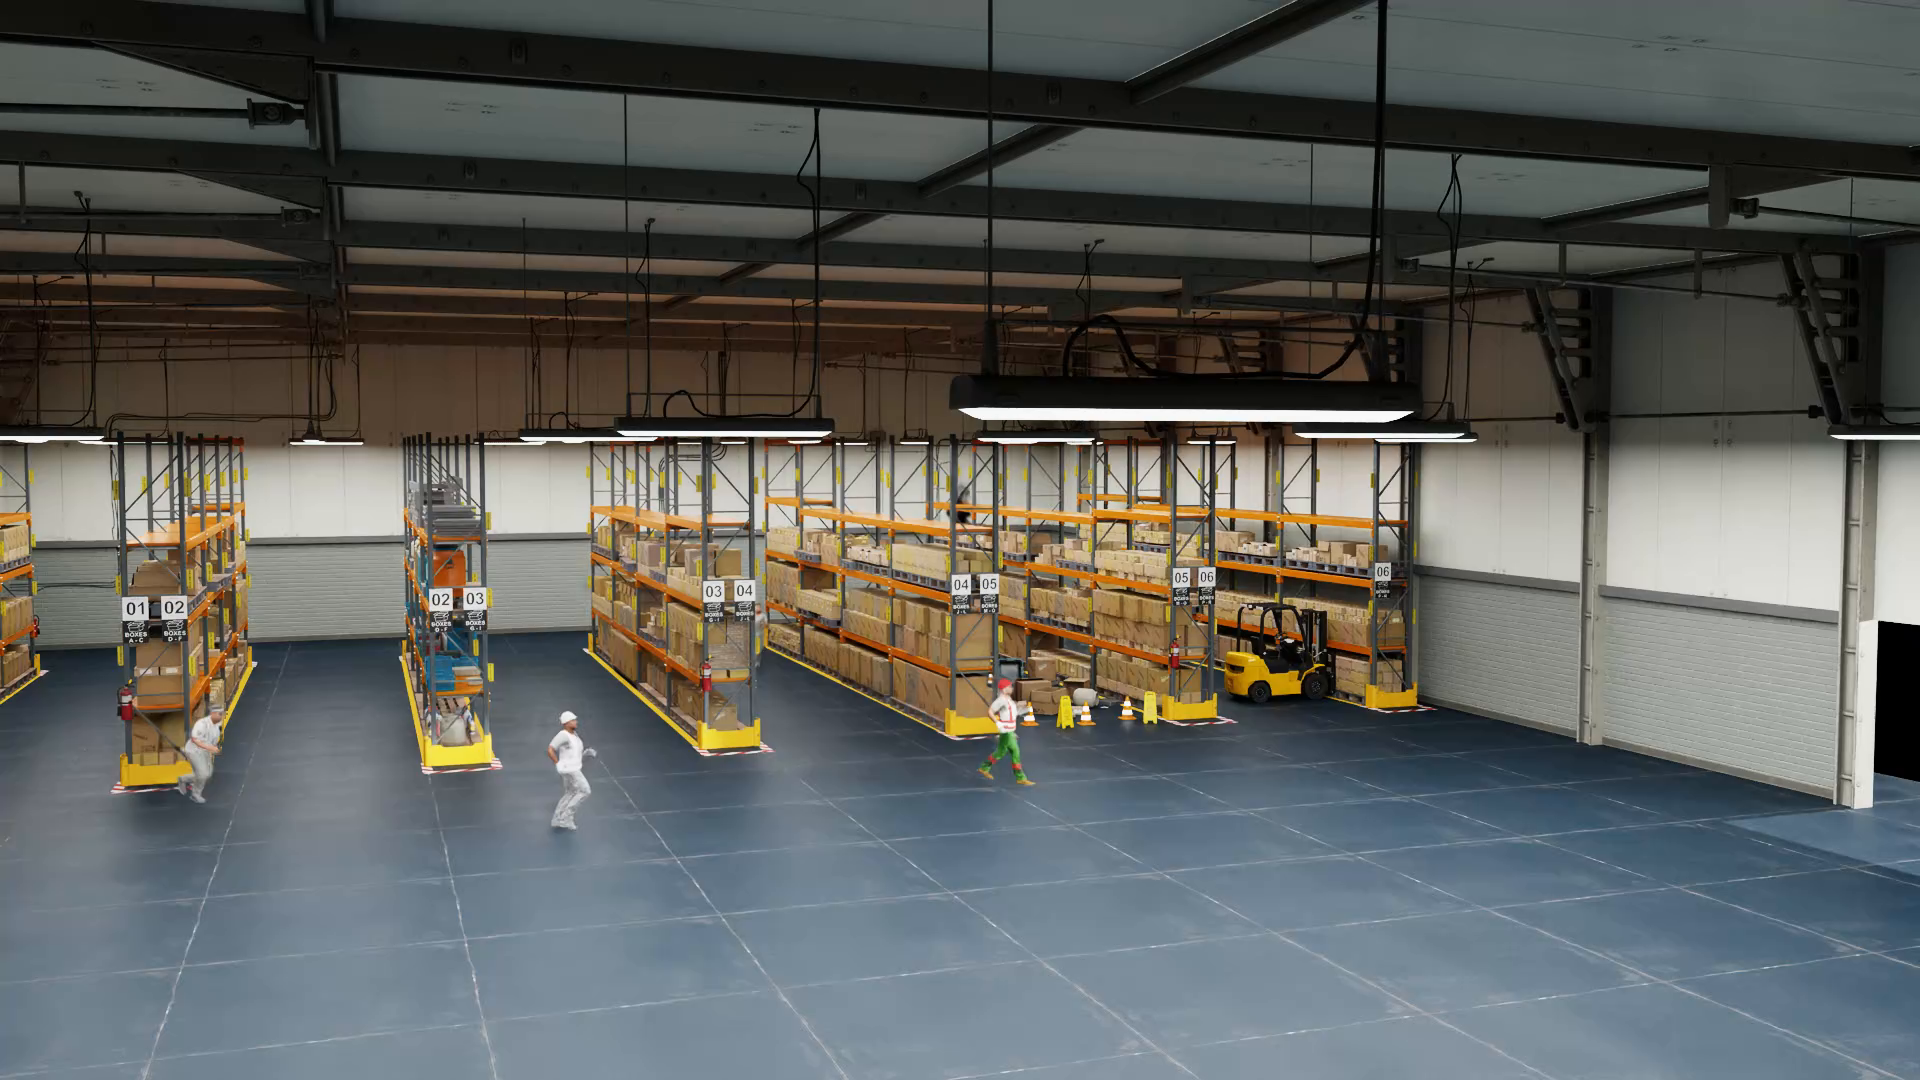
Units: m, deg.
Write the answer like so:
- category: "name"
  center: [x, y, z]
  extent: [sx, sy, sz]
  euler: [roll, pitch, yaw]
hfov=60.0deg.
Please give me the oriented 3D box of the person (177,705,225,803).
- category: "person"
  center: [-12.277, 3.453, 26.931]
  extent: [0.895, 1.614, 0.680]
  euler: [1, 3, 13]

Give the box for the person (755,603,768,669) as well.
- category: "person"
  center: [-5.274, 2.488, 43.335]
  extent: [0.535, 1.696, 0.712]
  euler: [-1, 3, -19]

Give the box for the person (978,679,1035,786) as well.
- category: "person"
  center: [0.782, 3.236, 28.126]
  extent: [0.991, 1.780, 0.659]
  euler: [1, 3, 9]

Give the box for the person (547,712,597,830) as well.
- category: "person"
  center: [-5.791, 3.449, 24.888]
  extent: [0.683, 1.764, 0.662]
  euler: [0, 3, -4]
